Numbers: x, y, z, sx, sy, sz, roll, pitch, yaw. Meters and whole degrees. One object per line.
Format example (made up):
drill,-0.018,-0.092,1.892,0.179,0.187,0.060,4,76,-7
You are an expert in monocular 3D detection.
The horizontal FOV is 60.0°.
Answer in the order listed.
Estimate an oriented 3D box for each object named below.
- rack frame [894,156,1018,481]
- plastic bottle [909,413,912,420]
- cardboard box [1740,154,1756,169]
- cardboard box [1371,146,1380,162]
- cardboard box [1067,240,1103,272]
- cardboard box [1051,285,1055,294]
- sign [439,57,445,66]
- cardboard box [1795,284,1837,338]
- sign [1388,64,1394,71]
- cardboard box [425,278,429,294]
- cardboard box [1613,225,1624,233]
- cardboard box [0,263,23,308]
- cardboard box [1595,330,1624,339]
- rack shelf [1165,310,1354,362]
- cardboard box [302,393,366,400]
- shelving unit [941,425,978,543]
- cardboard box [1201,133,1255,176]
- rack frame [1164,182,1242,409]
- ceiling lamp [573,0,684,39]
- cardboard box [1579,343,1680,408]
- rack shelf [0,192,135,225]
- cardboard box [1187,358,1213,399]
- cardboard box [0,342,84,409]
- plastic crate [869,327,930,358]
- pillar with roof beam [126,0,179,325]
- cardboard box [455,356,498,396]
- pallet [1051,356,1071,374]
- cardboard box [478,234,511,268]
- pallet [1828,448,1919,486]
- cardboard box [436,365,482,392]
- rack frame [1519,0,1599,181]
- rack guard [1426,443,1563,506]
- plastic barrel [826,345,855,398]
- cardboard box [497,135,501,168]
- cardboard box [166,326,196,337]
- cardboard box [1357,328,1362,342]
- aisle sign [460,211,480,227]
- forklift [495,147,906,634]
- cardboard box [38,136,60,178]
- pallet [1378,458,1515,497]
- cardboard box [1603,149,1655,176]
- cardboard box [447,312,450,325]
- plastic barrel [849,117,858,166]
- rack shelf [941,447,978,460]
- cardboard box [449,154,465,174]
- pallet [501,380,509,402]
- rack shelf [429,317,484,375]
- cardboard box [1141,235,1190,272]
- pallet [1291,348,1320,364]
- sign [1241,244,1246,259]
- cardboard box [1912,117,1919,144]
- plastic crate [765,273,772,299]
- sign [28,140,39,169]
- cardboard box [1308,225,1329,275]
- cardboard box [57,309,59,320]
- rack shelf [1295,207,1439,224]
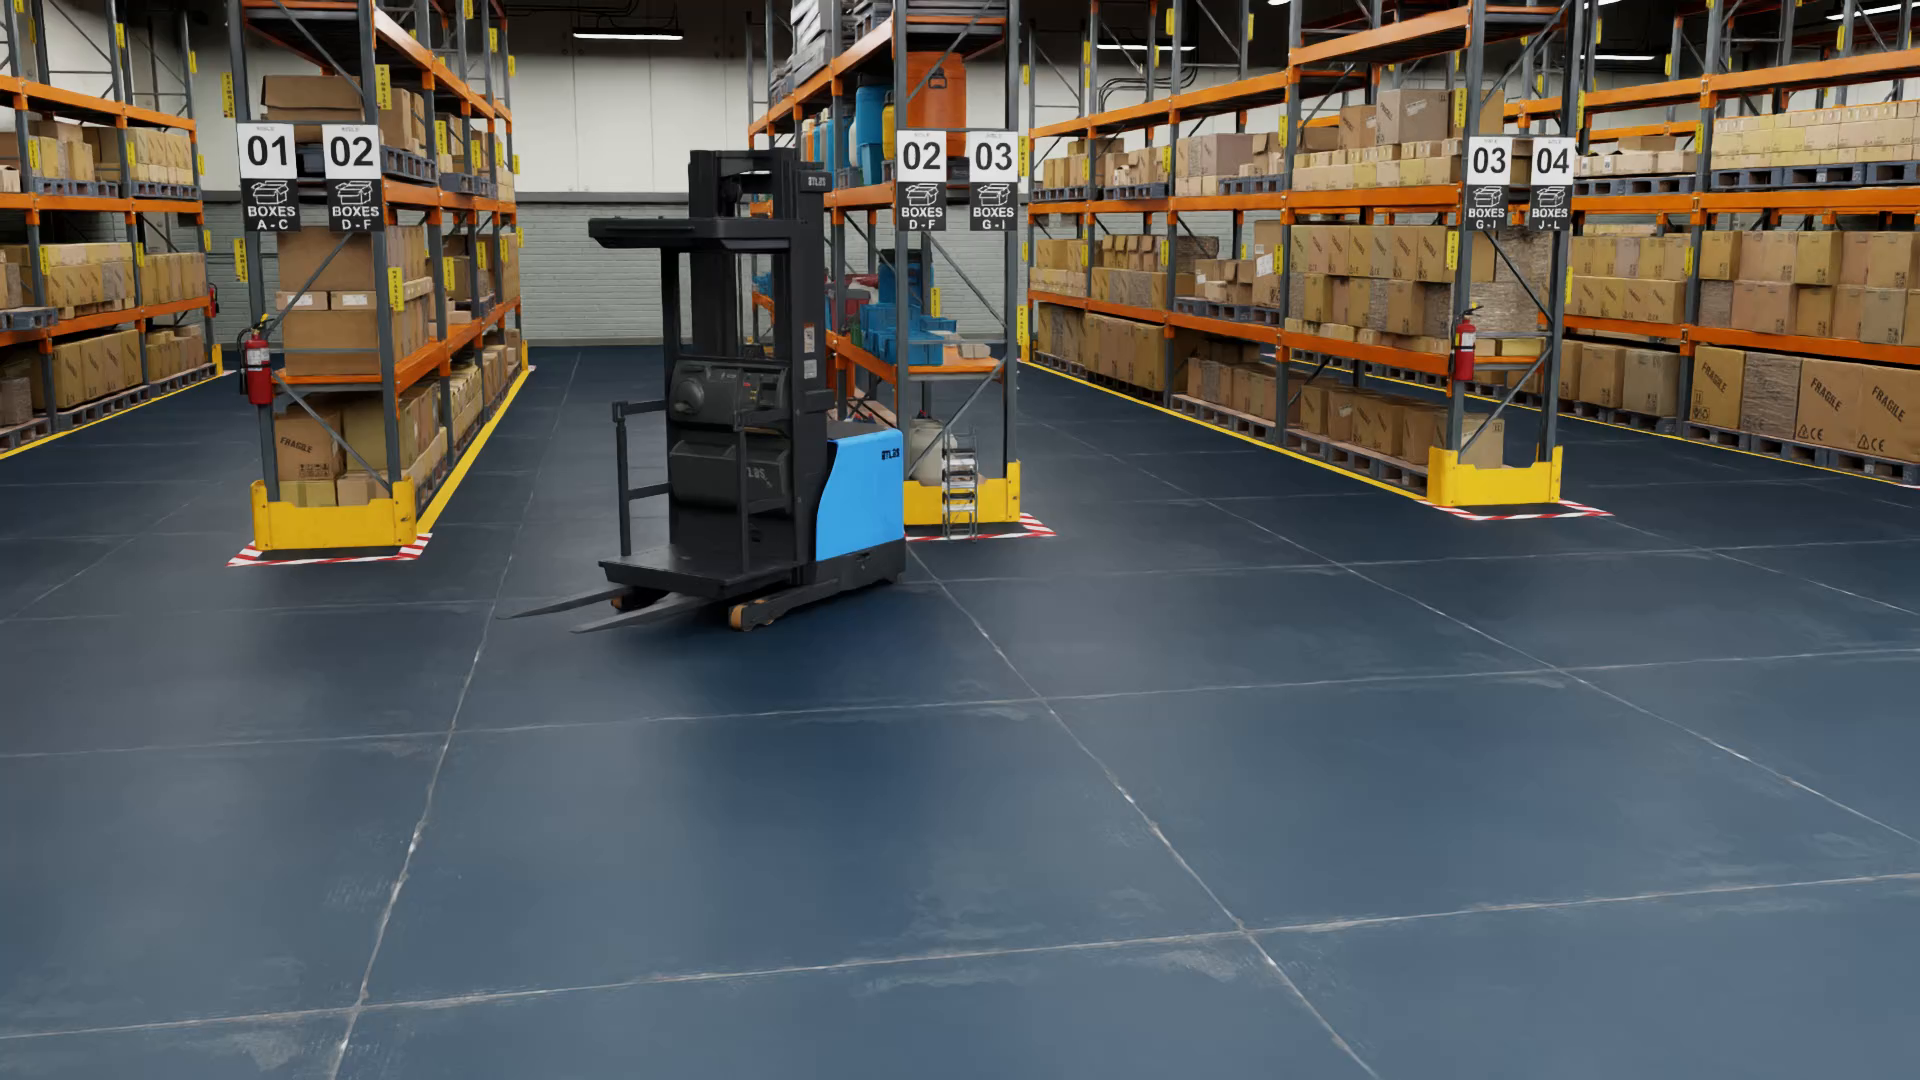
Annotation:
rack frame,-0.028,-1.629,13.732,1.000,3.000,0.127,-2,11,-11
plastic bottle,-0.540,-1.164,17.200,0.144,0.351,0.185,-2,11,-11
cardboard box,8.774,-4.138,18.172,0.380,0.149,0.250,-2,11,-11
cardboard box,4.216,-3.735,16.110,0.380,0.149,0.250,-3,11,-14
cardboard box,2.051,-4.617,27.033,0.500,0.500,0.500,-2,11,-10
cardboard box,1.764,-4.261,28.232,0.380,0.149,0.250,-2,11,-12
sign,-8.532,-7.809,27.447,0.100,0.325,0.005,-2,11,-11
cardboard box,9.341,-2.414,17.455,0.875,0.550,0.500,-2,11,-11
sign,6.845,-7.600,26.350,0.100,0.325,0.005,-2,11,-11
cardboard box,-5.356,-2.463,16.114,0.380,0.149,0.250,-2,11,-12
cardboard box,11.710,-5.463,29.199,0.380,0.149,0.250,-2,11,-11
cardboard box,-11.201,-2.915,19.046,0.700,0.500,0.500,-3,11,-18
cardboard box,12.026,-3.601,29.823,0.875,0.438,0.875,-2,11,-13
rack shelf,3.663,-2.556,20.527,1.077,0.370,4.000,-2,11,-11
cardboard box,-5.589,-1.035,14.839,0.500,0.500,0.500,-2,11,-11
shelving unit,-0.002,-0.444,13.120,0.258,0.900,0.210,-2,11,-11
cardboard box,3.313,-4.764,20.576,0.500,0.500,0.500,-2,11,-13
rack frame,3.274,-3.276,22.387,1.000,3.000,0.127,-2,11,-11
ceiling lamp,-6.067,-10.781,30.161,2.000,3.185,0.800,-2,11,-11
cardboard box,8.544,-2.093,21.065,1.050,0.750,0.750,-2,11,-11
rack shelf,-11.691,-4.223,21.262,1.077,0.370,4.000,-2,11,-11
cardboard box,3.424,-2.142,21.938,0.700,0.500,0.500,-3,11,-14
cardboard box,-11.316,-2.026,20.443,0.750,0.750,0.750,-2,11,-12
plastic crate,-0.540,-1.756,14.798,0.499,0.251,0.408,-2,11,-11
pillar with roof beam,-10.009,-7.770,29.955,9.100,9.000,0.548,-2,11,-11
cardboard box,-6.452,-2.187,22.171,0.500,0.500,0.500,-2,11,-12
pallet,2.184,-3.006,28.428,1.003,0.211,1.213,-2,11,-11
cardboard box,-7.238,-4.476,25.750,0.500,0.500,0.500,-2,11,-13
pallet,9.483,-0.745,16.545,1.003,0.211,1.213,-2,11,-11
cardboard box,-6.100,-1.961,20.206,0.500,0.311,0.500,-2,11,-10
rack frame,8.159,-6.385,22.676,1.000,3.000,0.127,-2,11,-11
rack guard,4.815,-0.595,14.985,1.175,0.500,0.348,-2,11,-11
plastic barrel,-1.696,-2.325,22.072,0.600,0.830,0.708,-2,11,-11
cardboard box,-7.415,-5.940,25.420,0.700,0.500,0.500,-2,11,-11
cardboard box,-12.370,-3.312,26.400,0.380,0.149,0.250,-2,11,-9
cardboard box,4.197,-2.050,16.616,0.380,0.149,0.250,-2,11,-11
aisle sign,-8.301,-5.663,27.973,0.394,0.787,0.004,-2,11,-11
forklift,-1.599,-0.976,10.484,1.130,2.935,3.031,7,13,32
cardboard box,-11.702,-4.759,20.709,0.700,0.500,0.500,-2,11,-8
pallet,4.692,-0.603,15.802,1.003,0.211,1.213,-2,11,-11
cardboard box,8.380,-4.703,20.709,0.500,0.311,0.500,-3,11,-13
cardboard box,-6.140,-2.561,19.303,0.380,0.149,0.250,-1,11,-7
plastic barrel,-0.915,-4.011,16.804,0.421,0.512,0.421,0,11,0
rack shelf,-0.002,-0.676,13.076,0.258,0.077,0.200,-2,11,-11
cardboard box,-6.561,-4.518,20.622,0.910,0.500,0.500,-2,11,-11
pallet,-7.026,-2.133,23.836,1.003,0.211,1.213,-2,11,-11
rack shelf,-6.055,-2.196,18.638,1.077,0.370,4.000,-2,11,-11
cardboard box,3.024,-4.072,23.620,0.797,0.503,0.637,-2,11,-10
pallet,6.741,-3.371,30.344,1.003,0.211,1.213,-2,11,-11
sign,3.805,-3.828,22.399,0.100,0.325,0.005,-2,11,-11
cardboard box,9.346,-3.852,15.604,0.500,0.250,0.500,-2,11,-10
plastic crate,-2.787,-3.925,25.676,0.392,0.384,0.575,-2,11,-11
sign,-10.769,-4.483,19.321,0.100,0.325,0.005,-2,11,-11
cardboard box,3.989,-3.046,17.438,0.500,0.500,0.500,-2,11,-11
cardboard box,-11.179,-2.738,20.175,0.380,0.149,0.250,-2,11,-10
rack shelf,6.992,-5.659,28.806,1.077,0.370,4.000,-2,11,-11
